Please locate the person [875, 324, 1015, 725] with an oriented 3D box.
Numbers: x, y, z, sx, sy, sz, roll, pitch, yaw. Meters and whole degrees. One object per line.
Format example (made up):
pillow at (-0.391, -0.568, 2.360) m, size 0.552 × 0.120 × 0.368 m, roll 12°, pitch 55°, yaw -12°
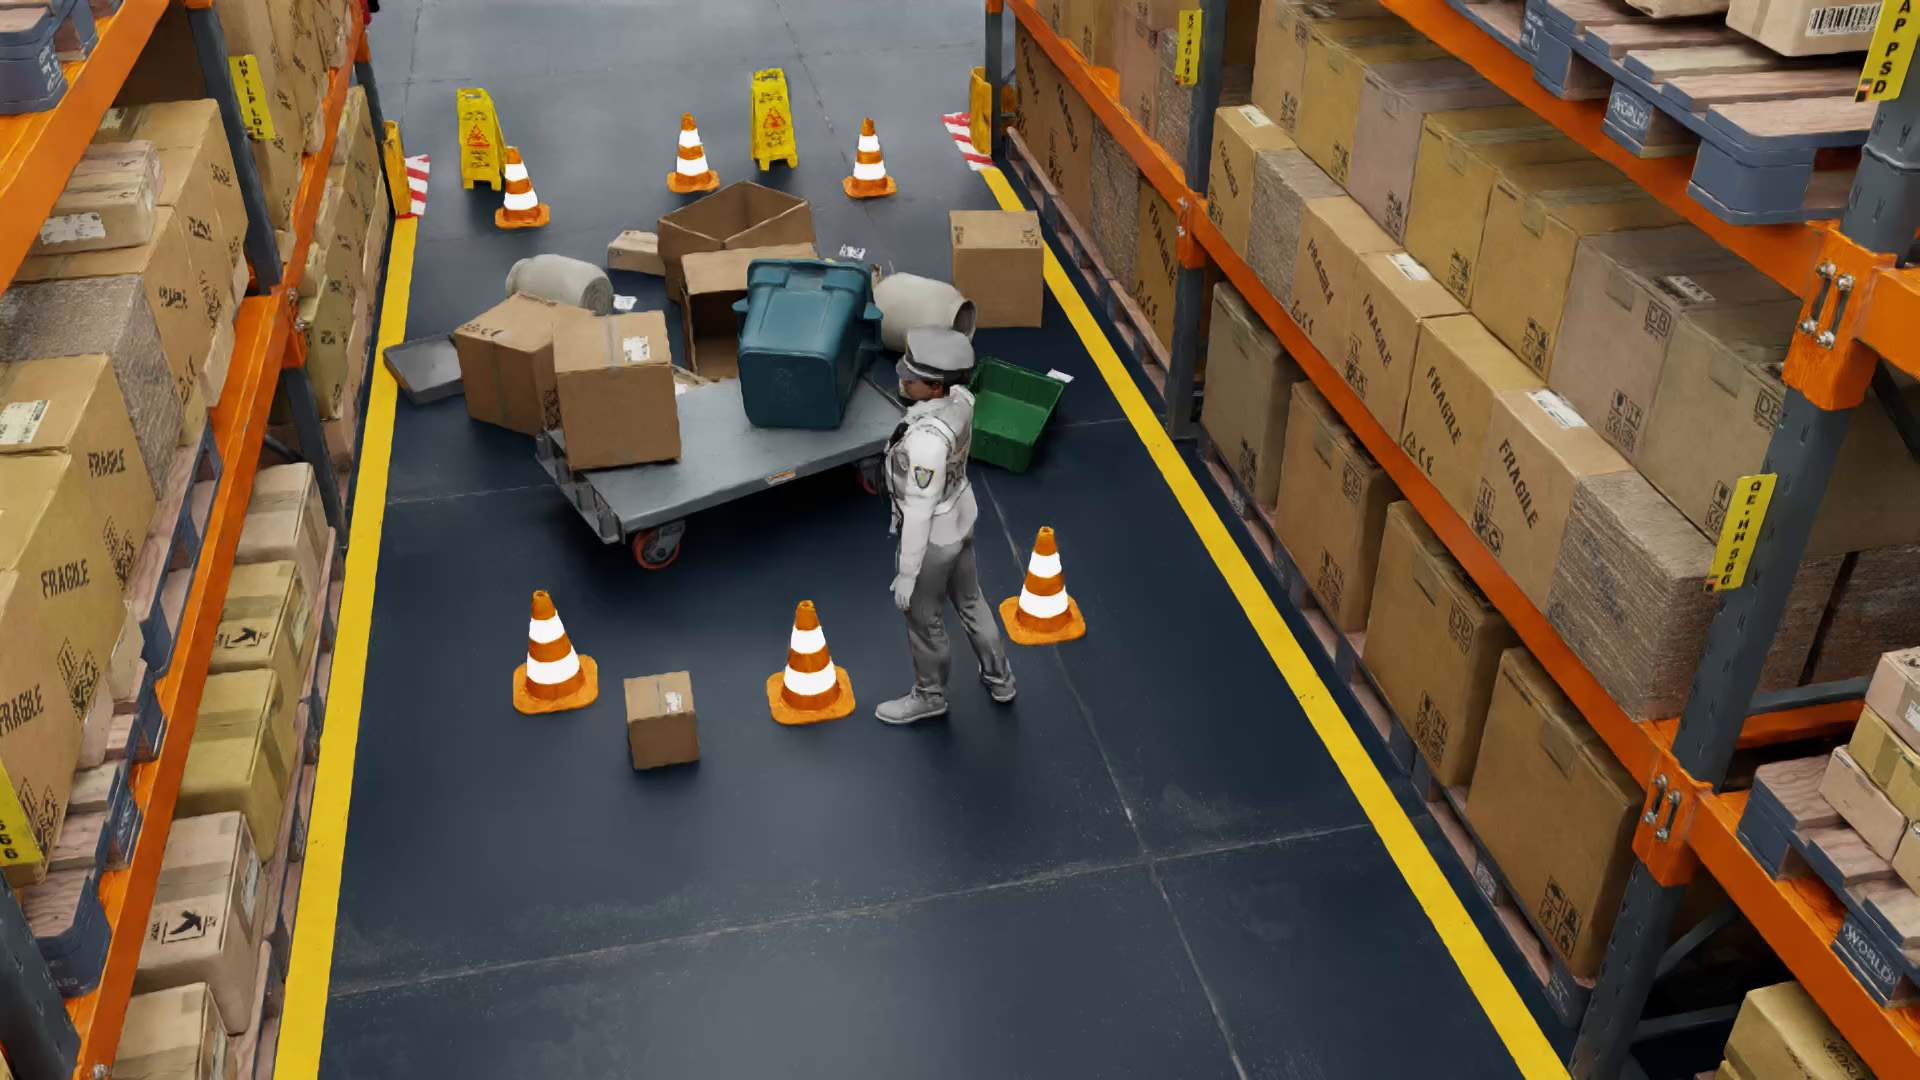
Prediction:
person at (-0.057, -0.017, 6.157) m, size 0.502 × 1.678 × 0.635 m, roll 11°, pitch 36°, yaw 16°
